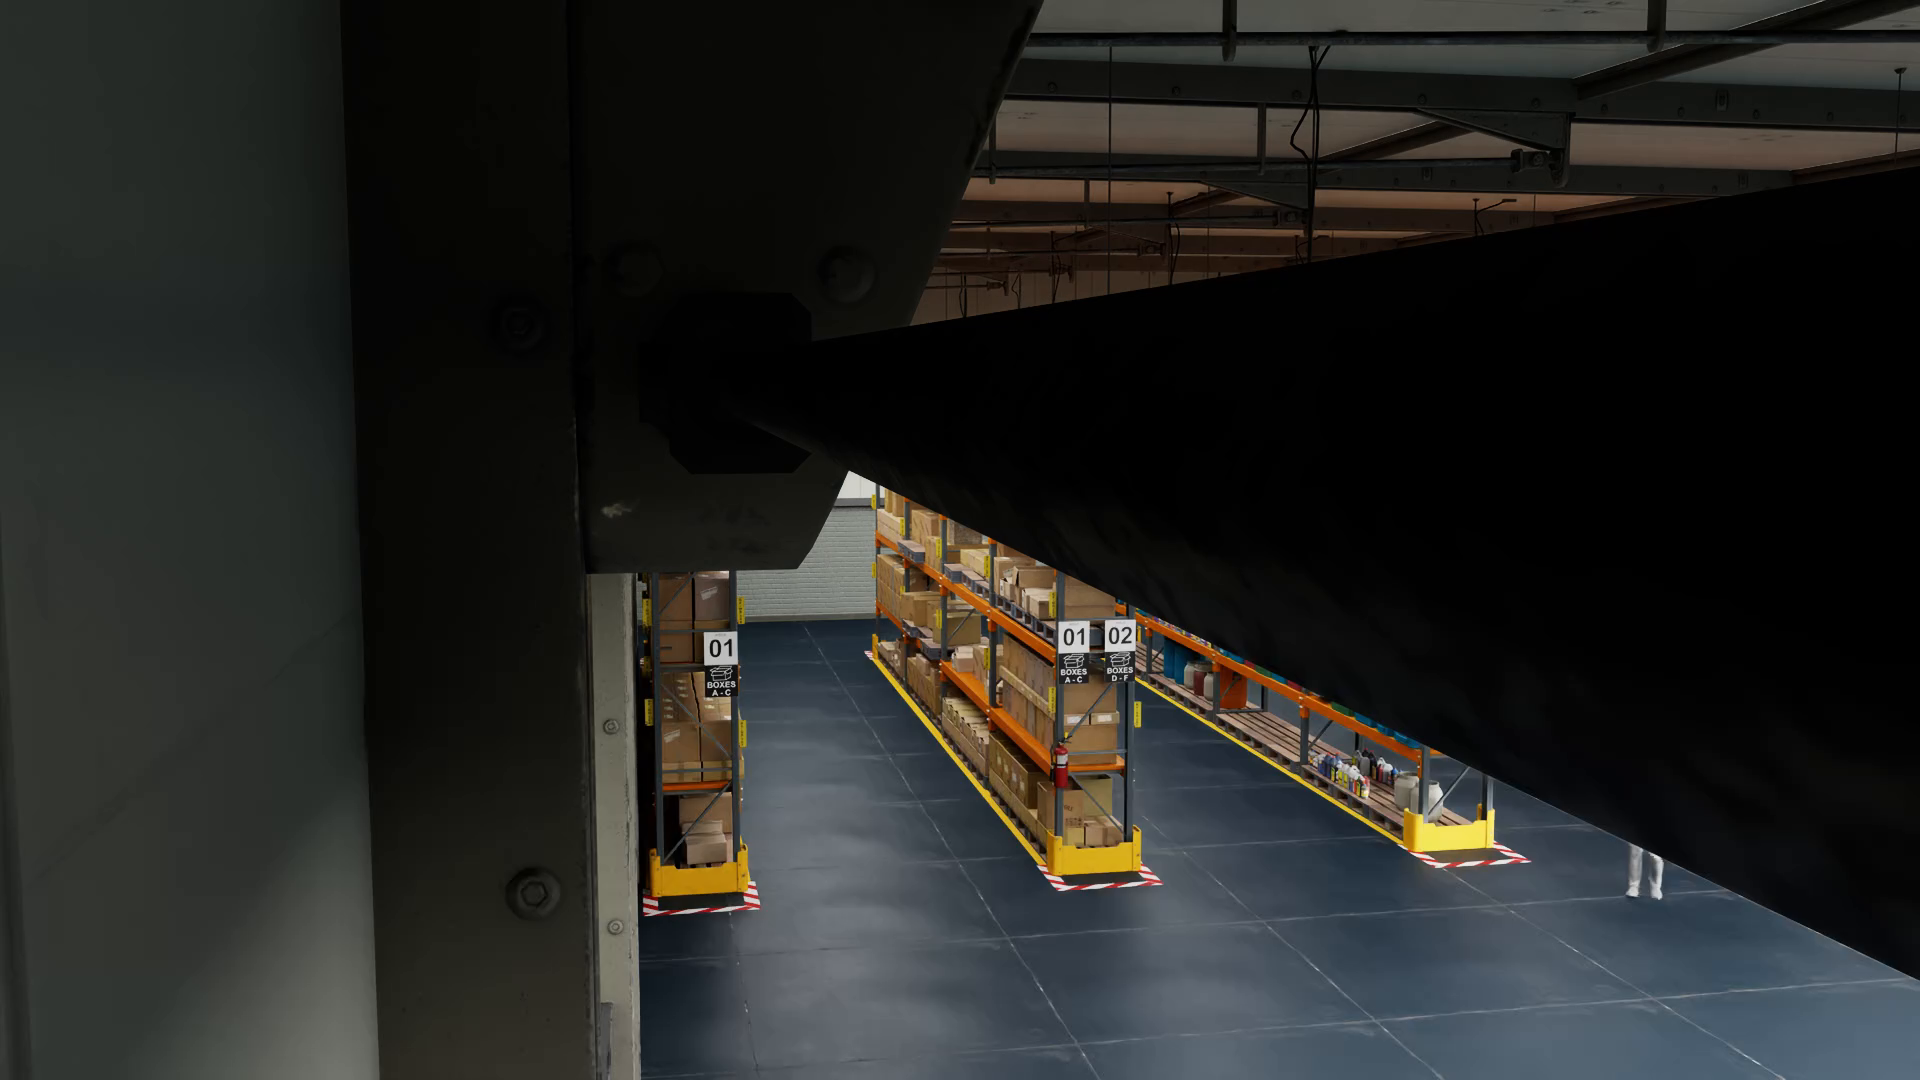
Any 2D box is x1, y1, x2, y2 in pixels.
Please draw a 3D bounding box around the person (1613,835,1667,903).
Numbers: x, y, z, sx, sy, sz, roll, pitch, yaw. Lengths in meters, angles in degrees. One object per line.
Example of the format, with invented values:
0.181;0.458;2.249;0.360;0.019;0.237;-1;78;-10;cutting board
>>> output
8.177;3.403;19.927;0.692;1.793;0.396;2;6;14;person
